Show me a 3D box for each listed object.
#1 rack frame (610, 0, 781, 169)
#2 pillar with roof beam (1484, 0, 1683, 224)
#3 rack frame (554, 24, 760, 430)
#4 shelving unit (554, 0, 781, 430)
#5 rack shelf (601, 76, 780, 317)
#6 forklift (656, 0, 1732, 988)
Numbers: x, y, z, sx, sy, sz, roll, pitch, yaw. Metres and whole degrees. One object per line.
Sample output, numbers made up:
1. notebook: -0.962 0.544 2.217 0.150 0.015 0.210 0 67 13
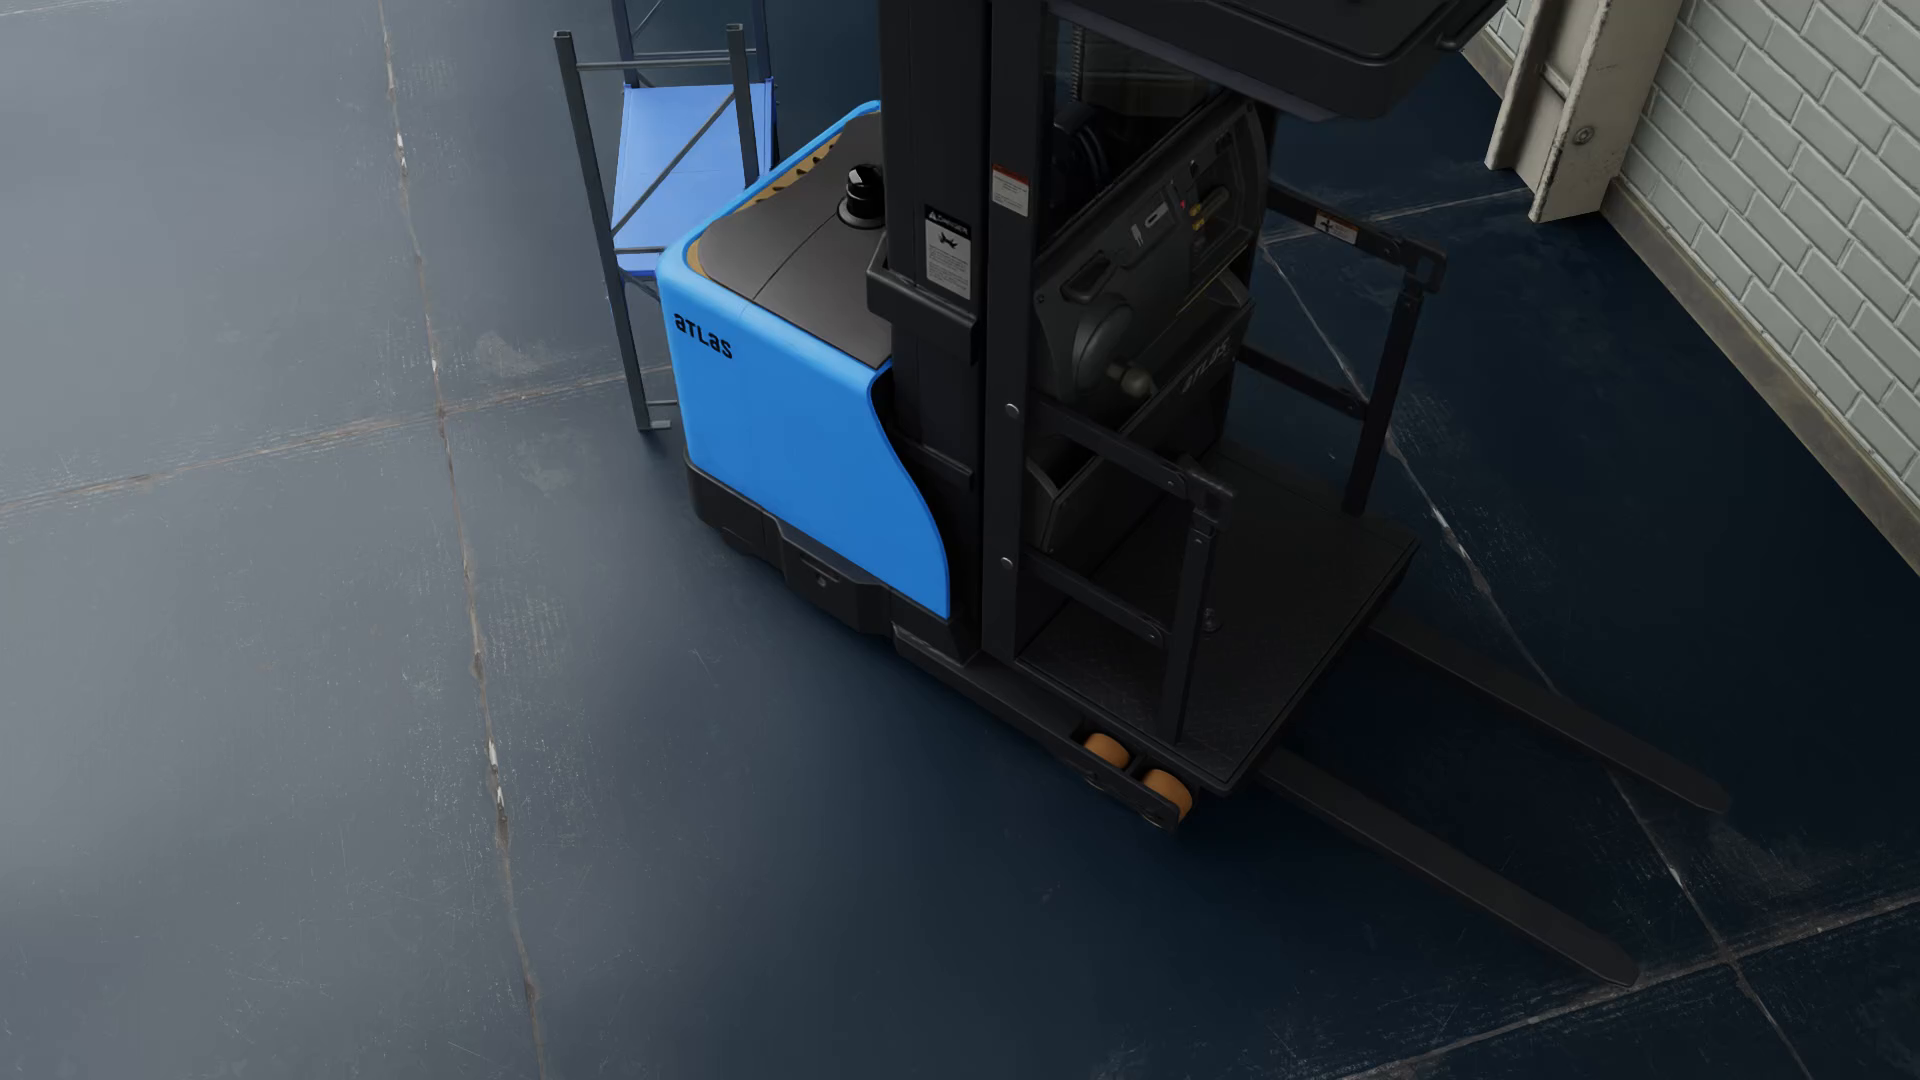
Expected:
1. rack frame: -0.901 -1.651 5.661 0.500 1.500 0.032 -3 50 -3
2. pillar with roof beam: -1.862 -3.296 2.143 9.100 9.000 0.400 -13 51 -11
3. rack frame: -0.830 -0.875 5.007 0.500 1.500 0.032 -3 50 -3
4. shelving unit: -0.866 -1.263 5.334 0.538 1.500 1.048 -3 50 -3
5. rack shelf: -0.866 -1.147 5.471 0.538 0.185 1.000 -3 50 -3
6. forklift: 0.633 -0.620 3.855 3.031 2.935 1.130 30 56 23
